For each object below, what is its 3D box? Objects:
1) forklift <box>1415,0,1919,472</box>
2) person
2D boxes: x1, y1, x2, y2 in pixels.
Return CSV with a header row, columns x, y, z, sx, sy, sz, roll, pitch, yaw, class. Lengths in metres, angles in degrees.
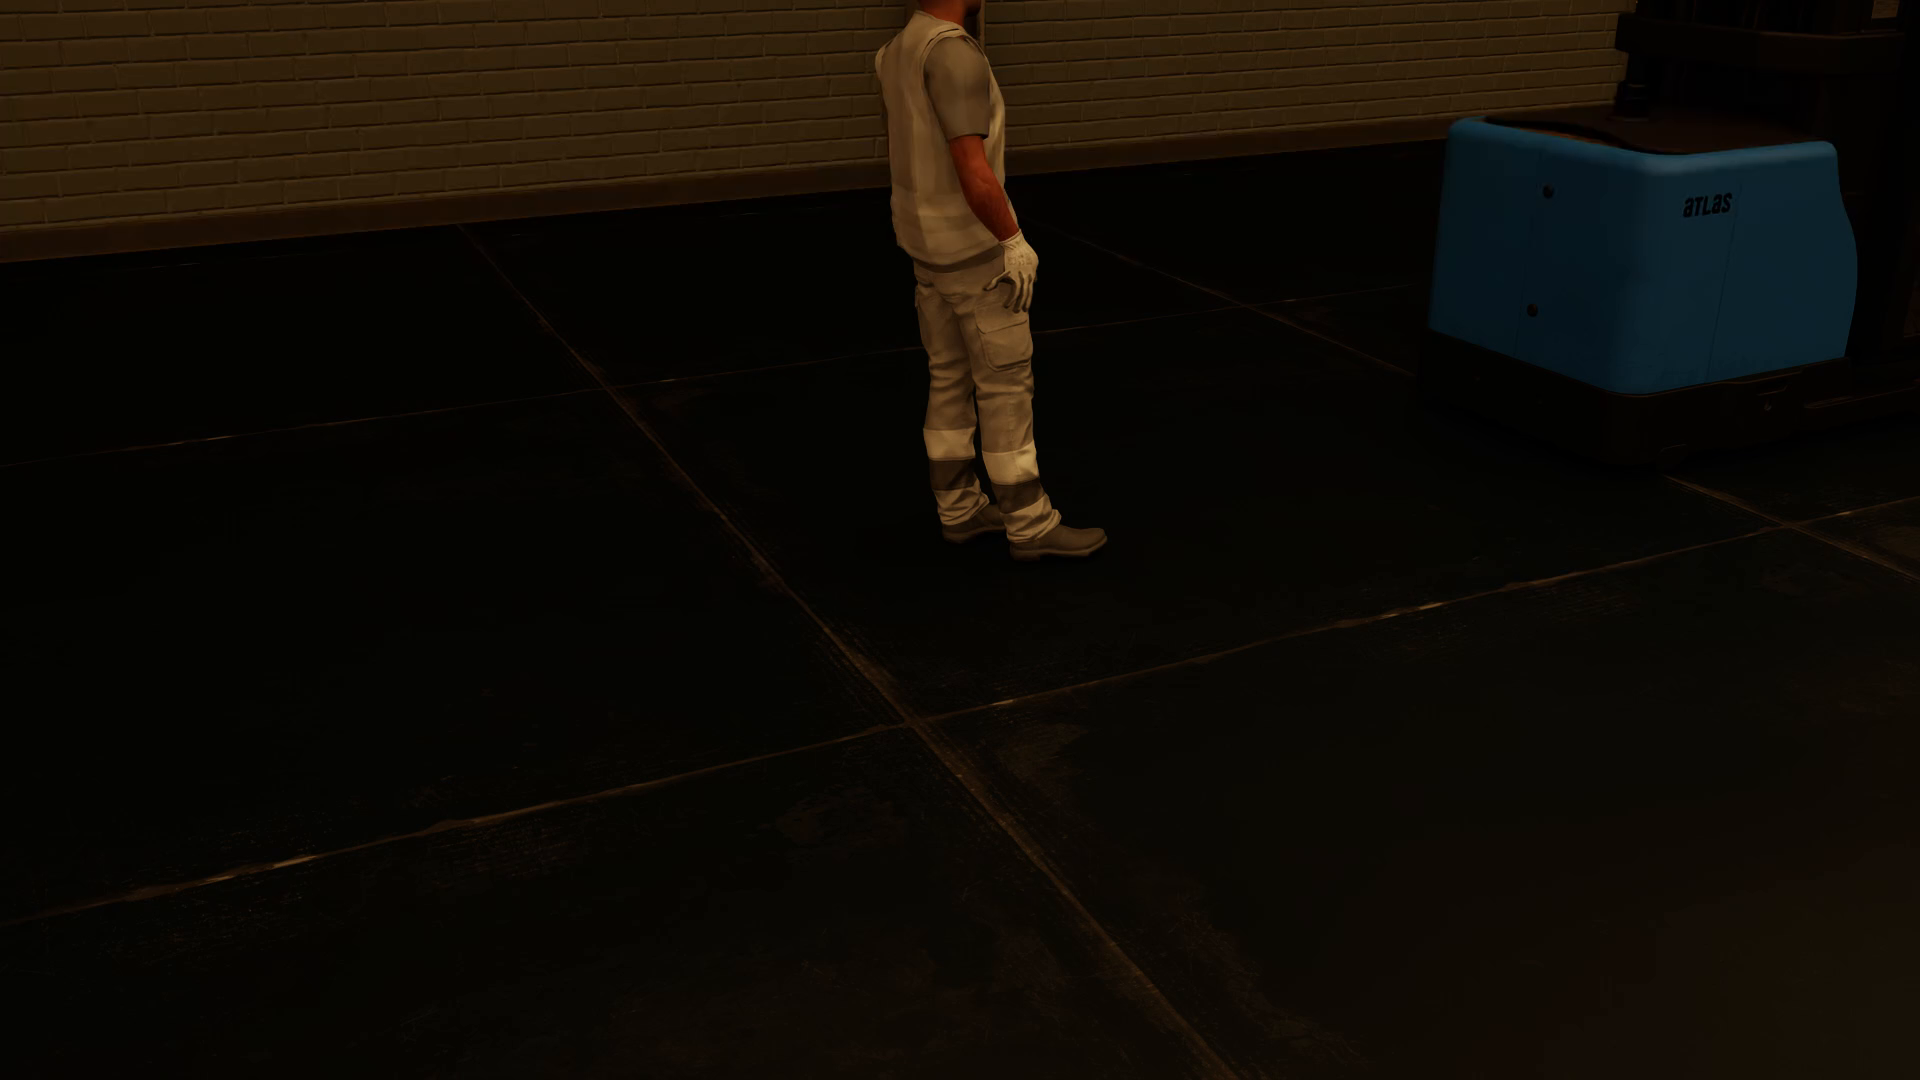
x,y,z,sx,sy,sz,roll,pitch,yaw,class
3.280,-1.962,6.010,3.031,2.935,1.130,-11,25,-25,forklift
0.078,-0.842,4.782,0.562,1.790,0.637,-10,25,-23,person
